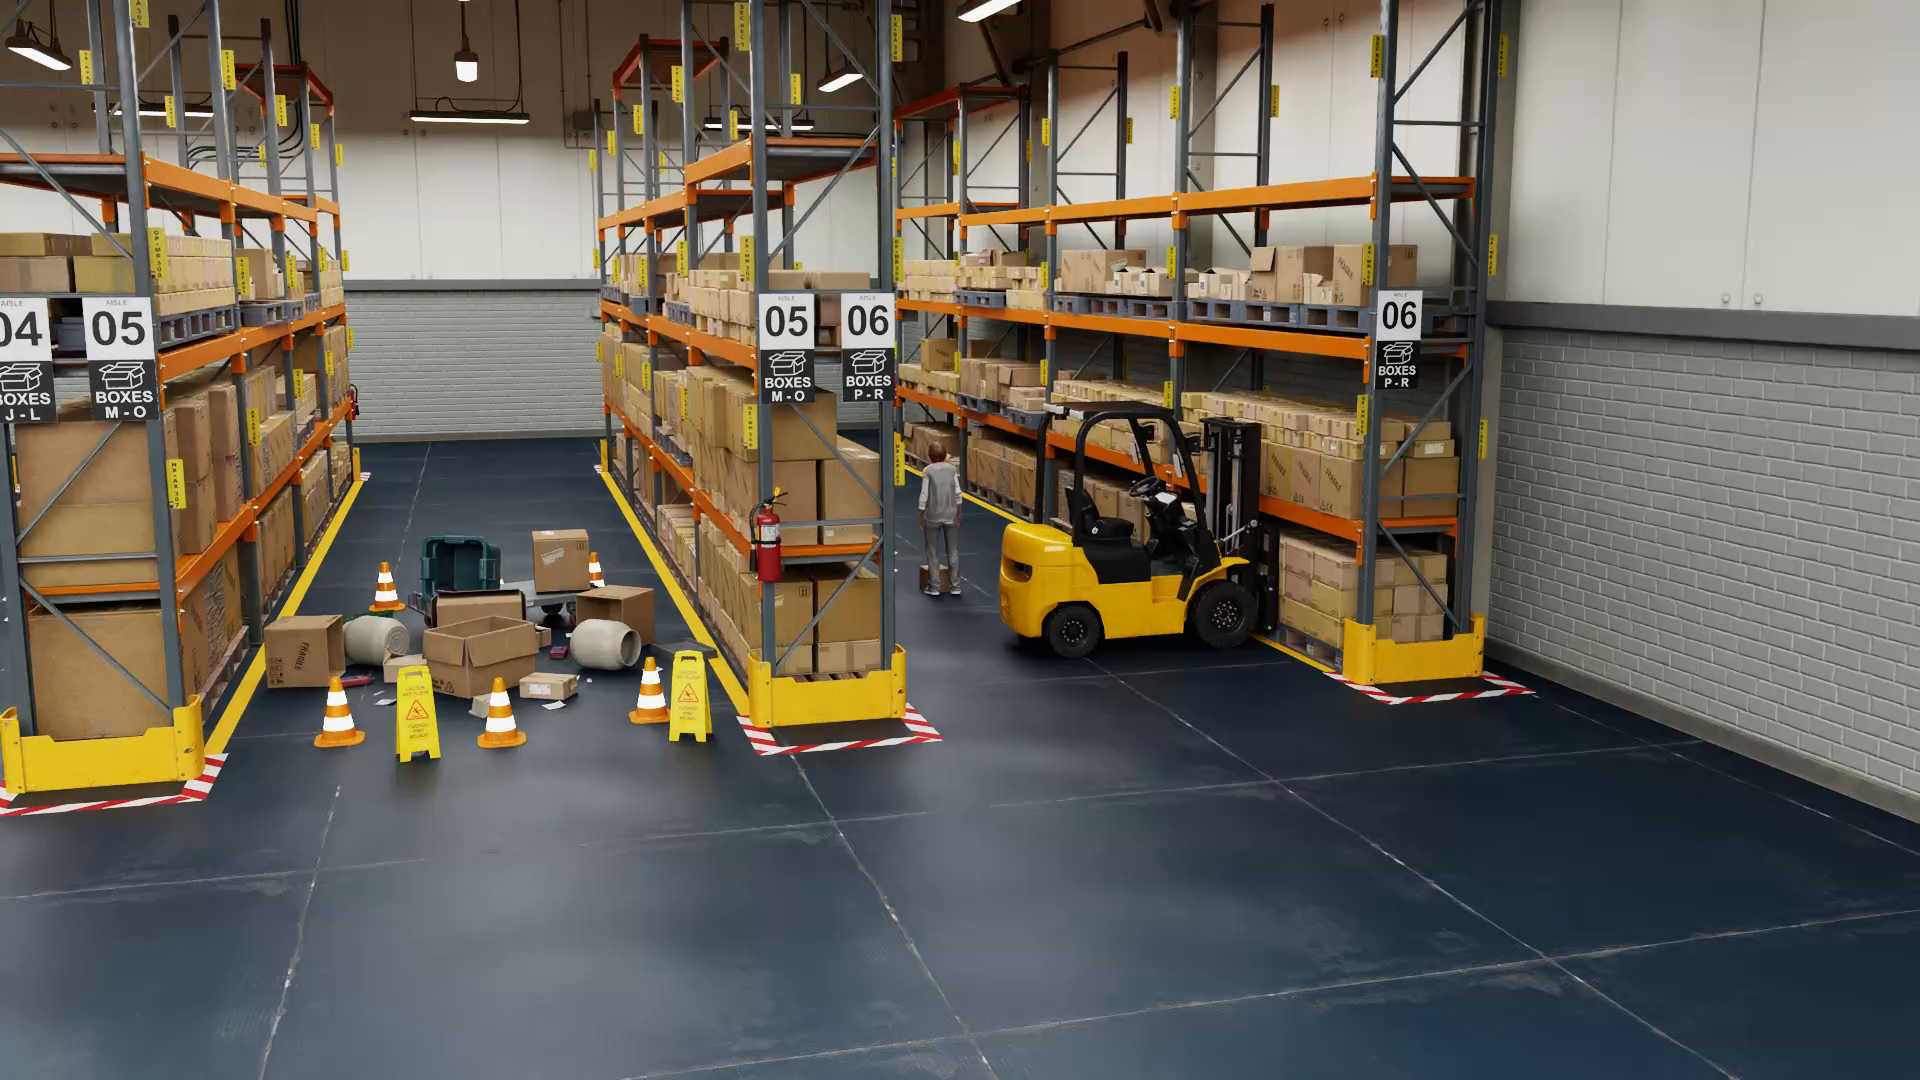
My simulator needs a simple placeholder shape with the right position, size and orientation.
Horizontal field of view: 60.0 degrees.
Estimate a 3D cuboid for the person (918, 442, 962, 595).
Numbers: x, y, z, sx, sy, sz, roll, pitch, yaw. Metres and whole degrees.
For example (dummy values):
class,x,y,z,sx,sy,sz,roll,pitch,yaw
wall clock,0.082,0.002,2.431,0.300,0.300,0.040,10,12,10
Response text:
class,x,y,z,sx,sy,sz,roll,pitch,yaw
person,-0.203,-0.217,17.217,0.477,1.593,0.367,-3,10,-18
